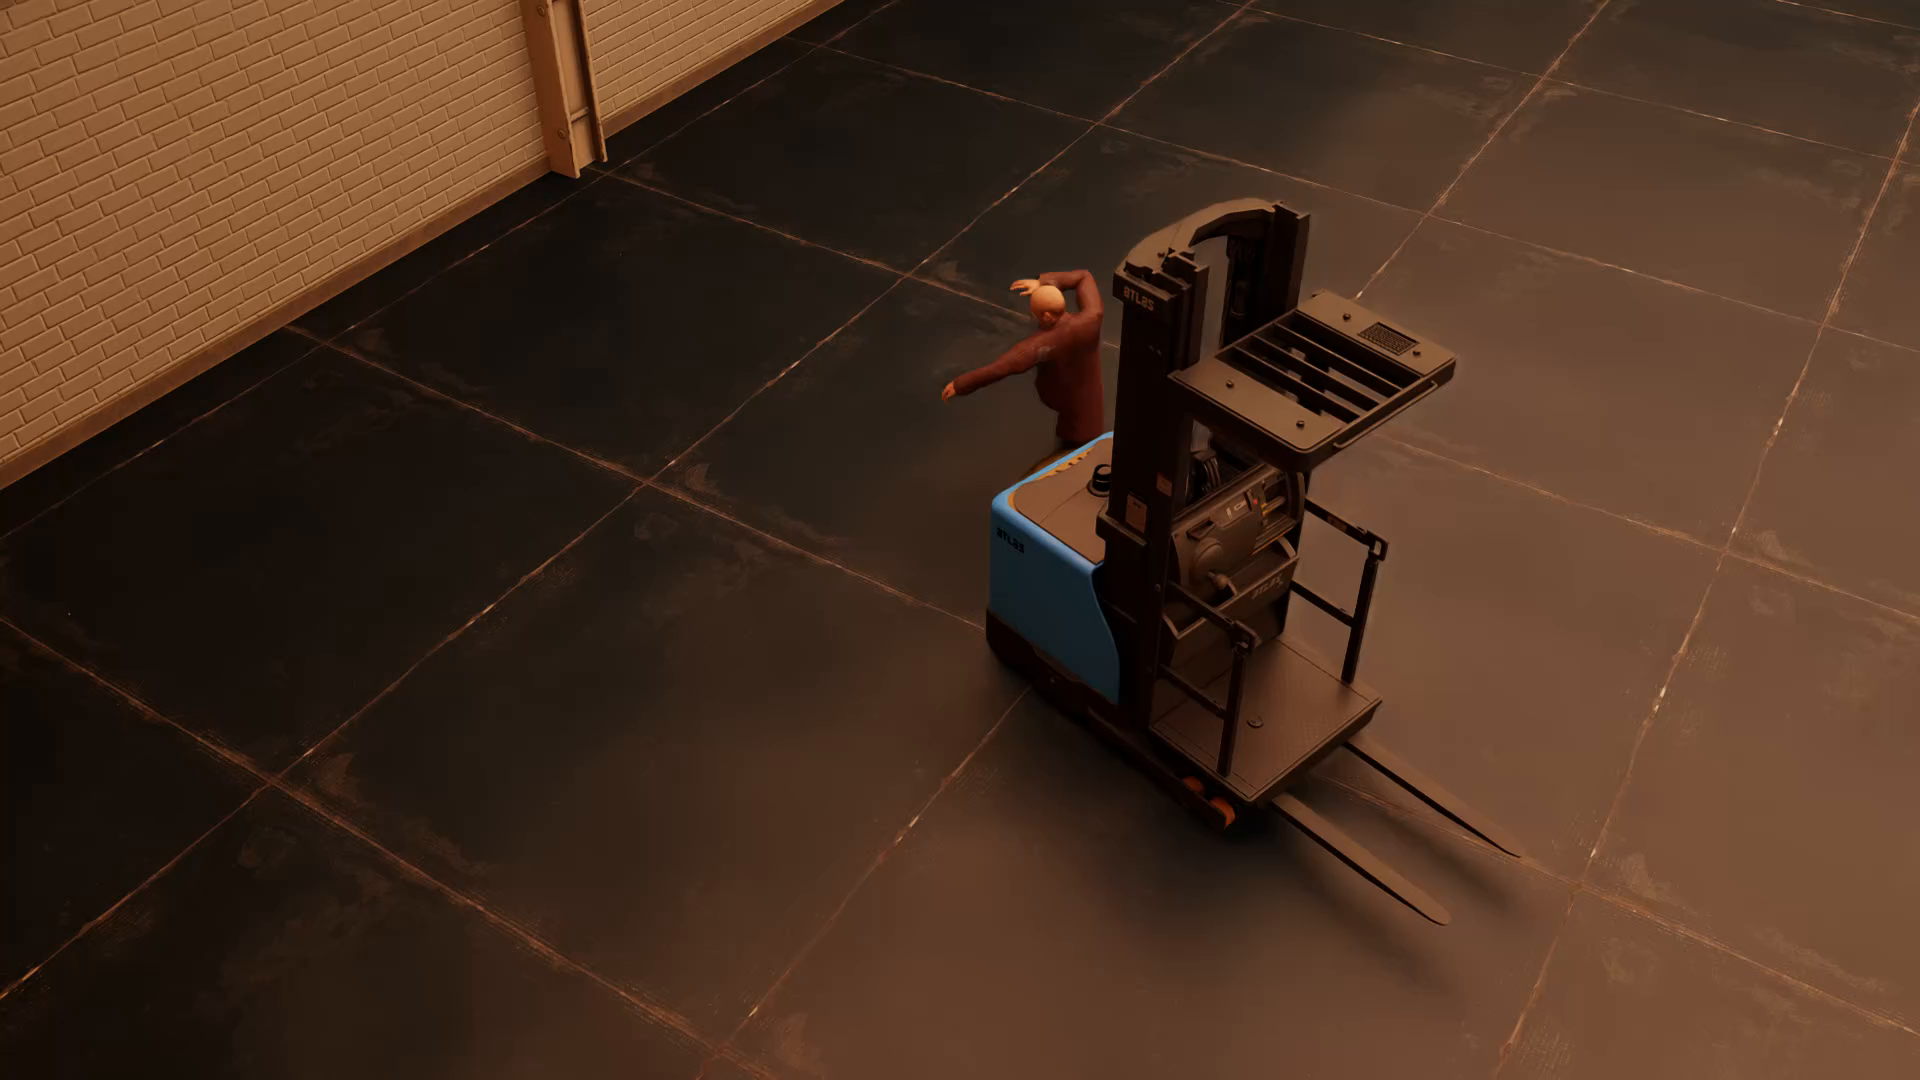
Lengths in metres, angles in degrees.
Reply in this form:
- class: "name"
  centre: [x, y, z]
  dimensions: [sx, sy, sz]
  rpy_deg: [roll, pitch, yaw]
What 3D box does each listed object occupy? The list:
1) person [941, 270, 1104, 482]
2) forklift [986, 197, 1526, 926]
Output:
- class: "person"
  centre: [0.445, -1.019, 10.305]
  dimensions: [0.957, 1.480, 1.055]
  rpy_deg: [10, 41, 12]
- class: "forklift"
  centre: [1.504, -0.018, 7.988]
  dimensions: [1.130, 2.935, 3.031]
  rpy_deg: [-30, 49, -31]
